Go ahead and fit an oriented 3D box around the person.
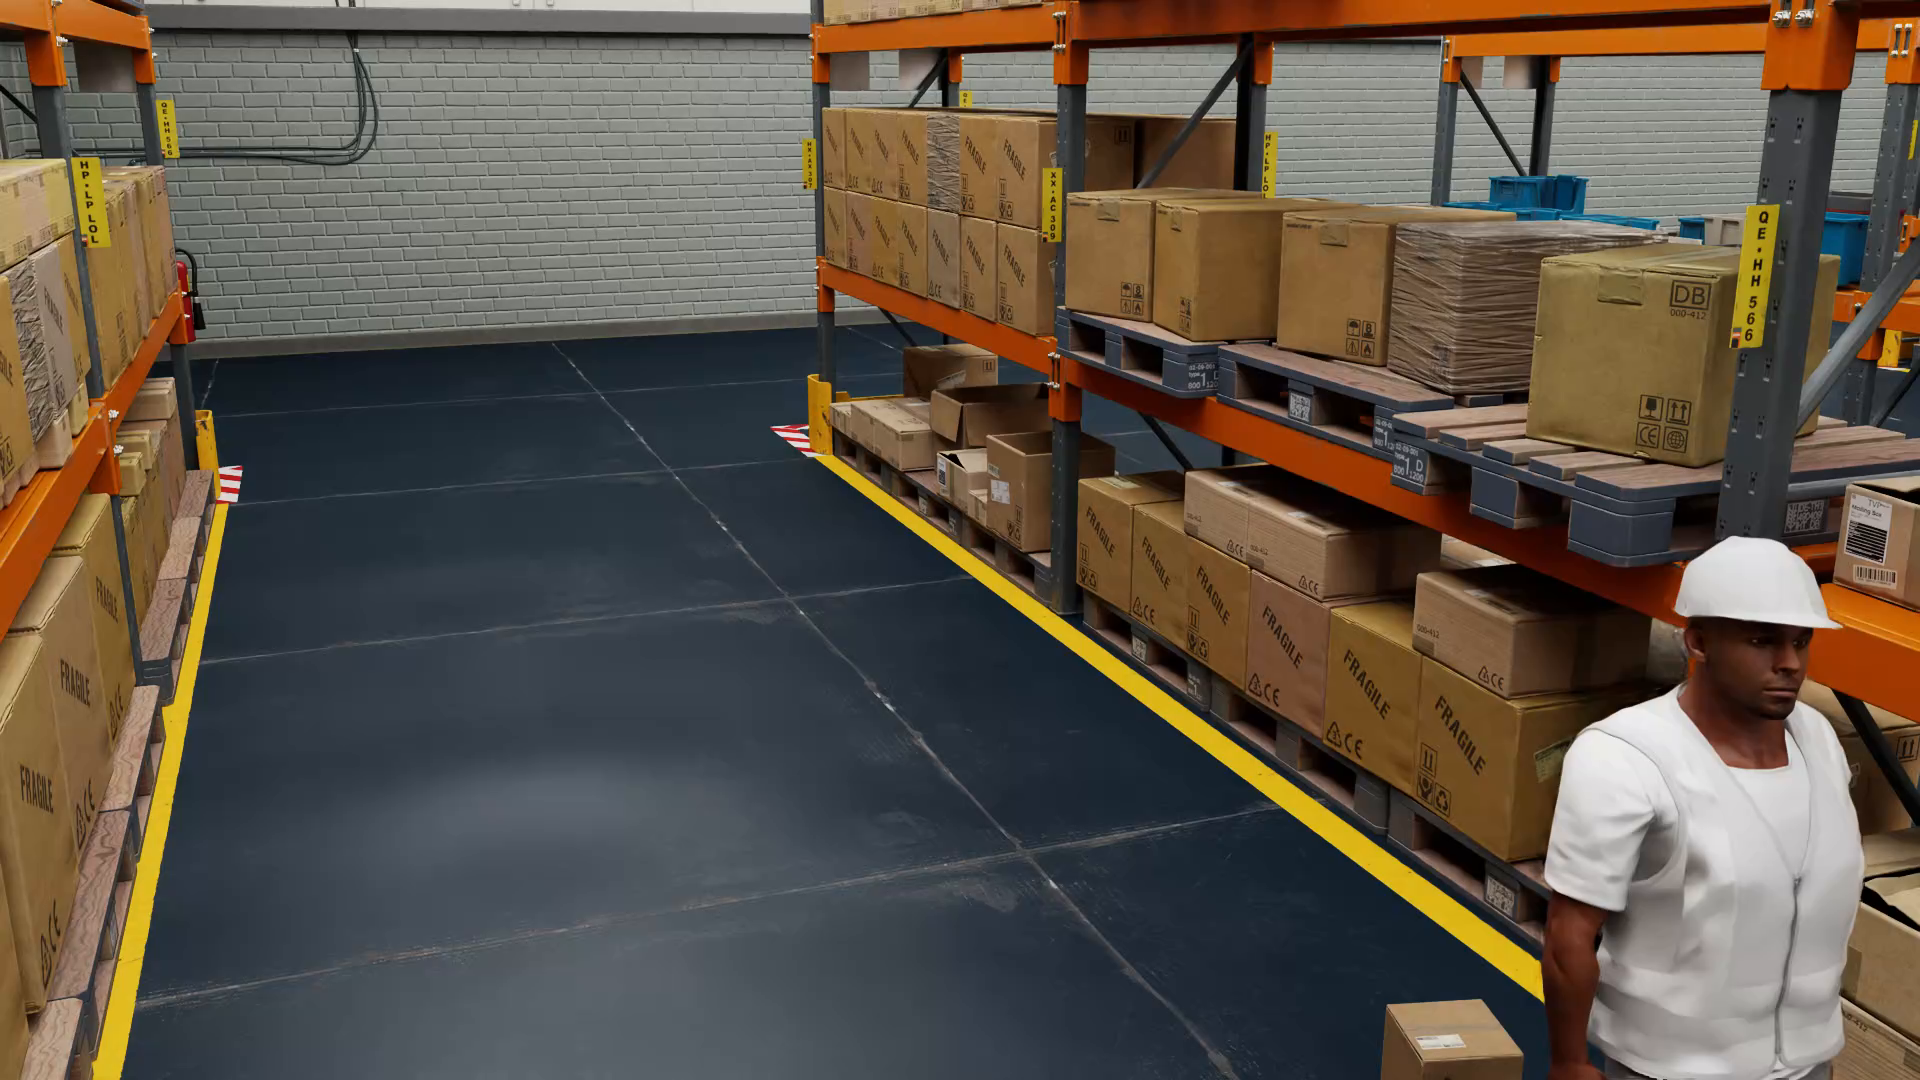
[{"bbox_3d":[1.249,0.849,2.851,0.569,1.755,0.601,-5,16,-17],"label":"person"}]
